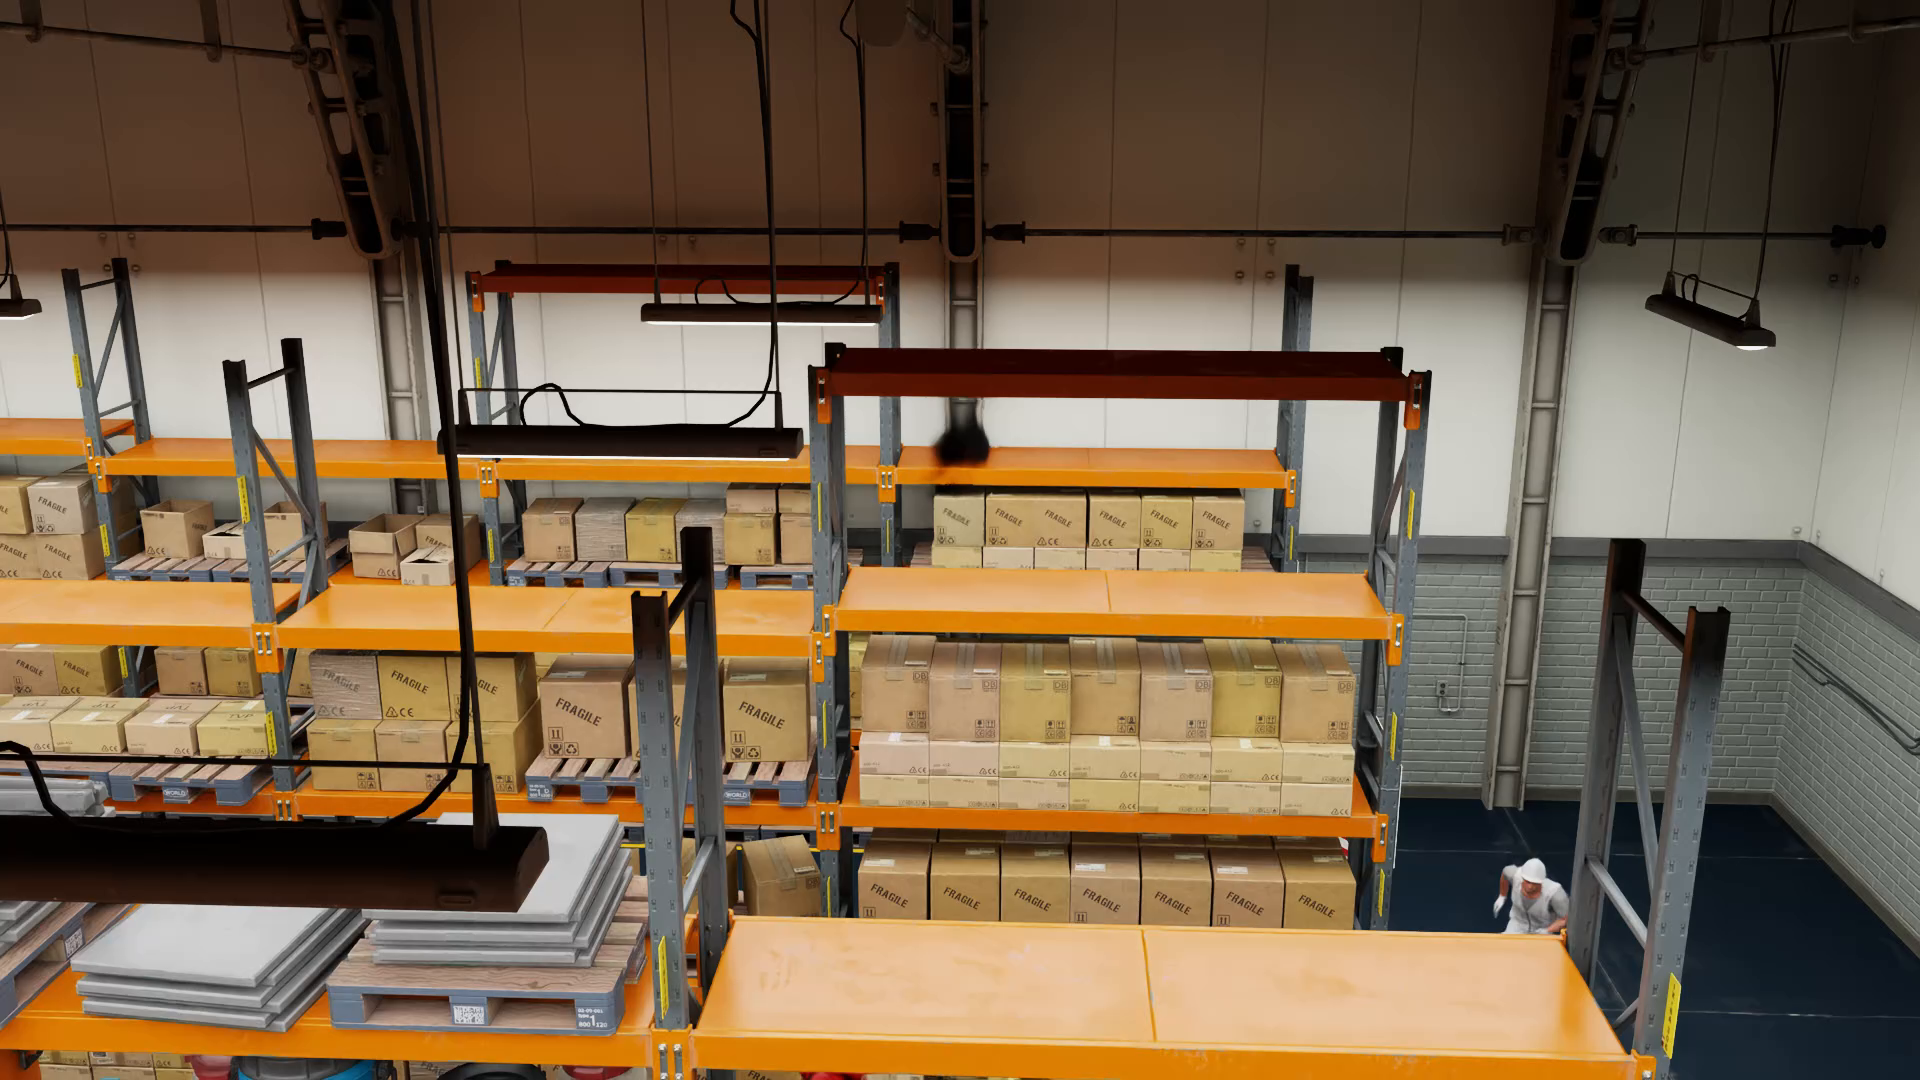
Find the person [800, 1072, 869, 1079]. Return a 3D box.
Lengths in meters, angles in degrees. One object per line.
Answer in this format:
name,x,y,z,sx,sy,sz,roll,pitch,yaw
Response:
person,-0.943,4.112,11.422,0.804,1.689,0.674,5,17,16

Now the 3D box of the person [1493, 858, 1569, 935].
person,4.933,3.321,14.317,0.678,1.604,1.101,9,18,28
